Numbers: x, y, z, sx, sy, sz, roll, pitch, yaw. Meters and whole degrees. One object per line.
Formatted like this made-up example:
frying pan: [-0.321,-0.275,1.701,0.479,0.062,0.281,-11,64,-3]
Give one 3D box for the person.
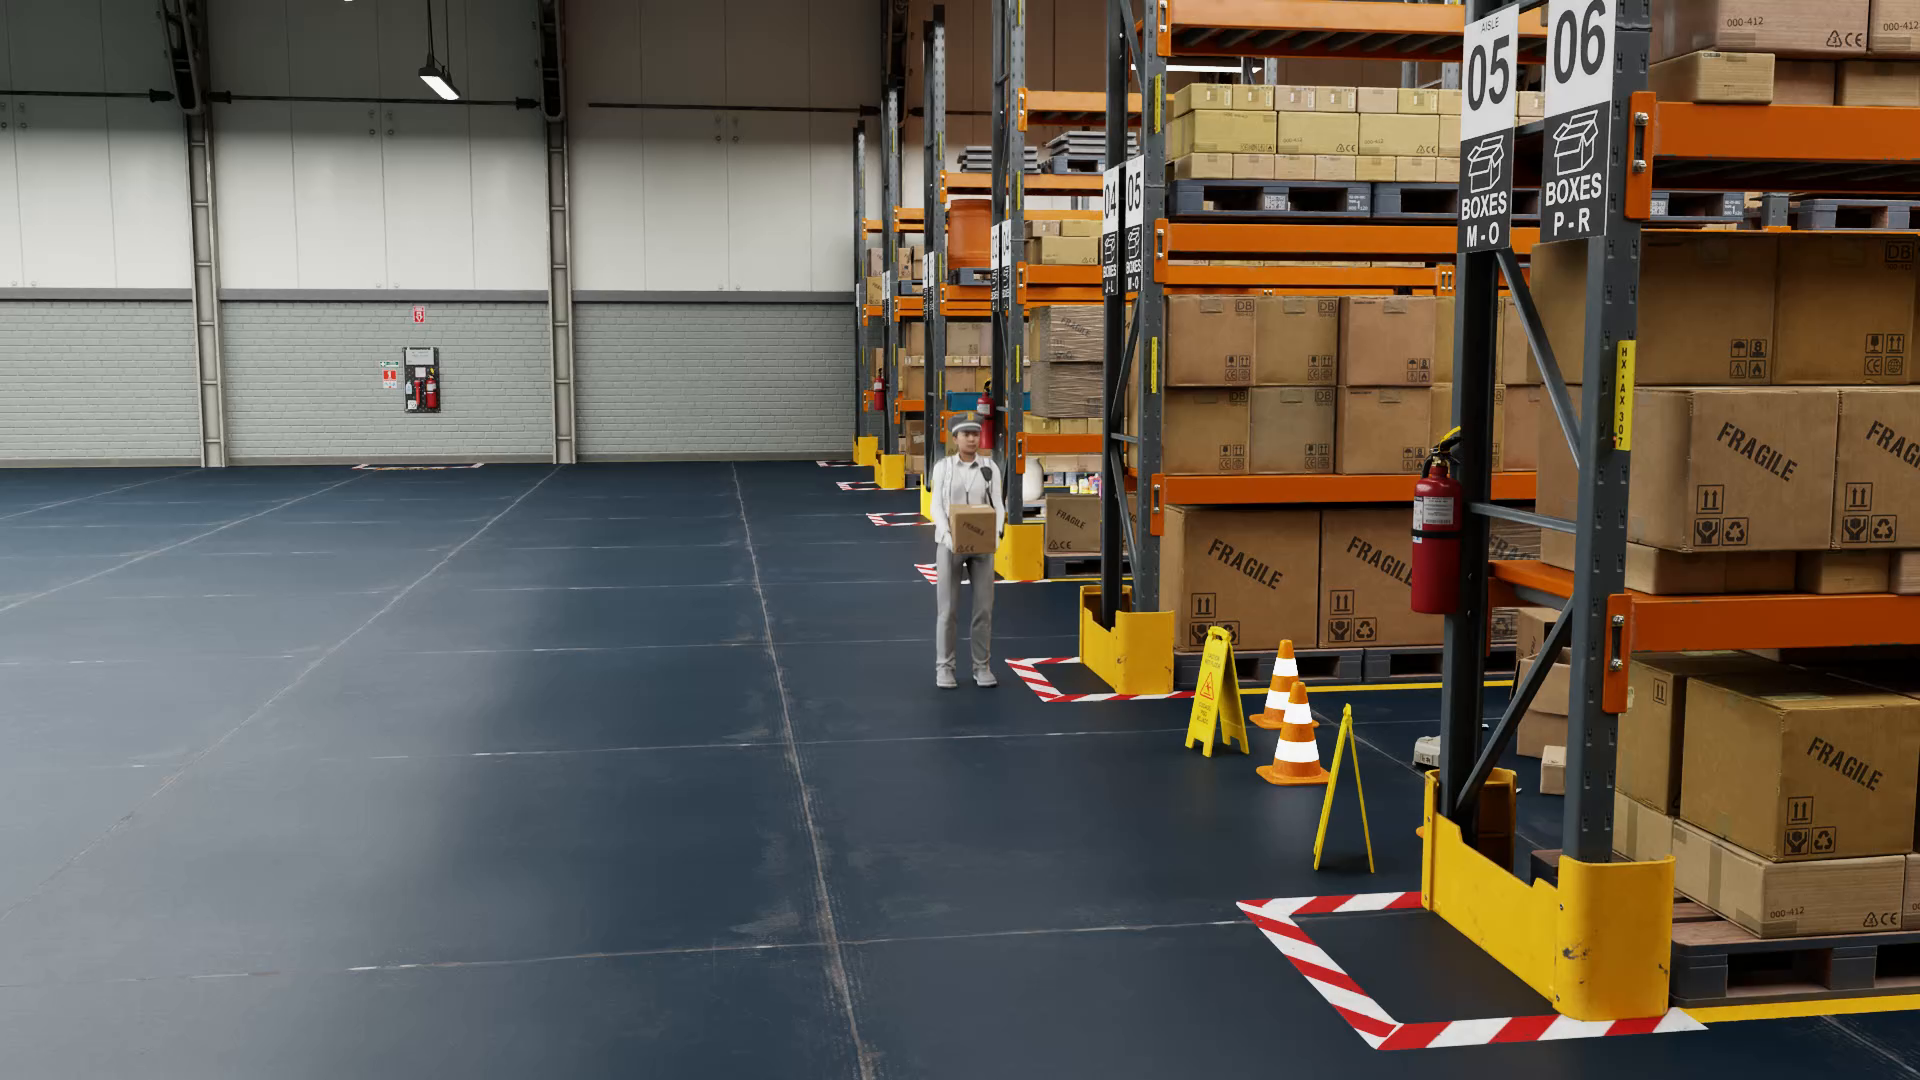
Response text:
person: [0.051,0.057,10.201,0.466,1.693,0.554,-1,7,-9]
